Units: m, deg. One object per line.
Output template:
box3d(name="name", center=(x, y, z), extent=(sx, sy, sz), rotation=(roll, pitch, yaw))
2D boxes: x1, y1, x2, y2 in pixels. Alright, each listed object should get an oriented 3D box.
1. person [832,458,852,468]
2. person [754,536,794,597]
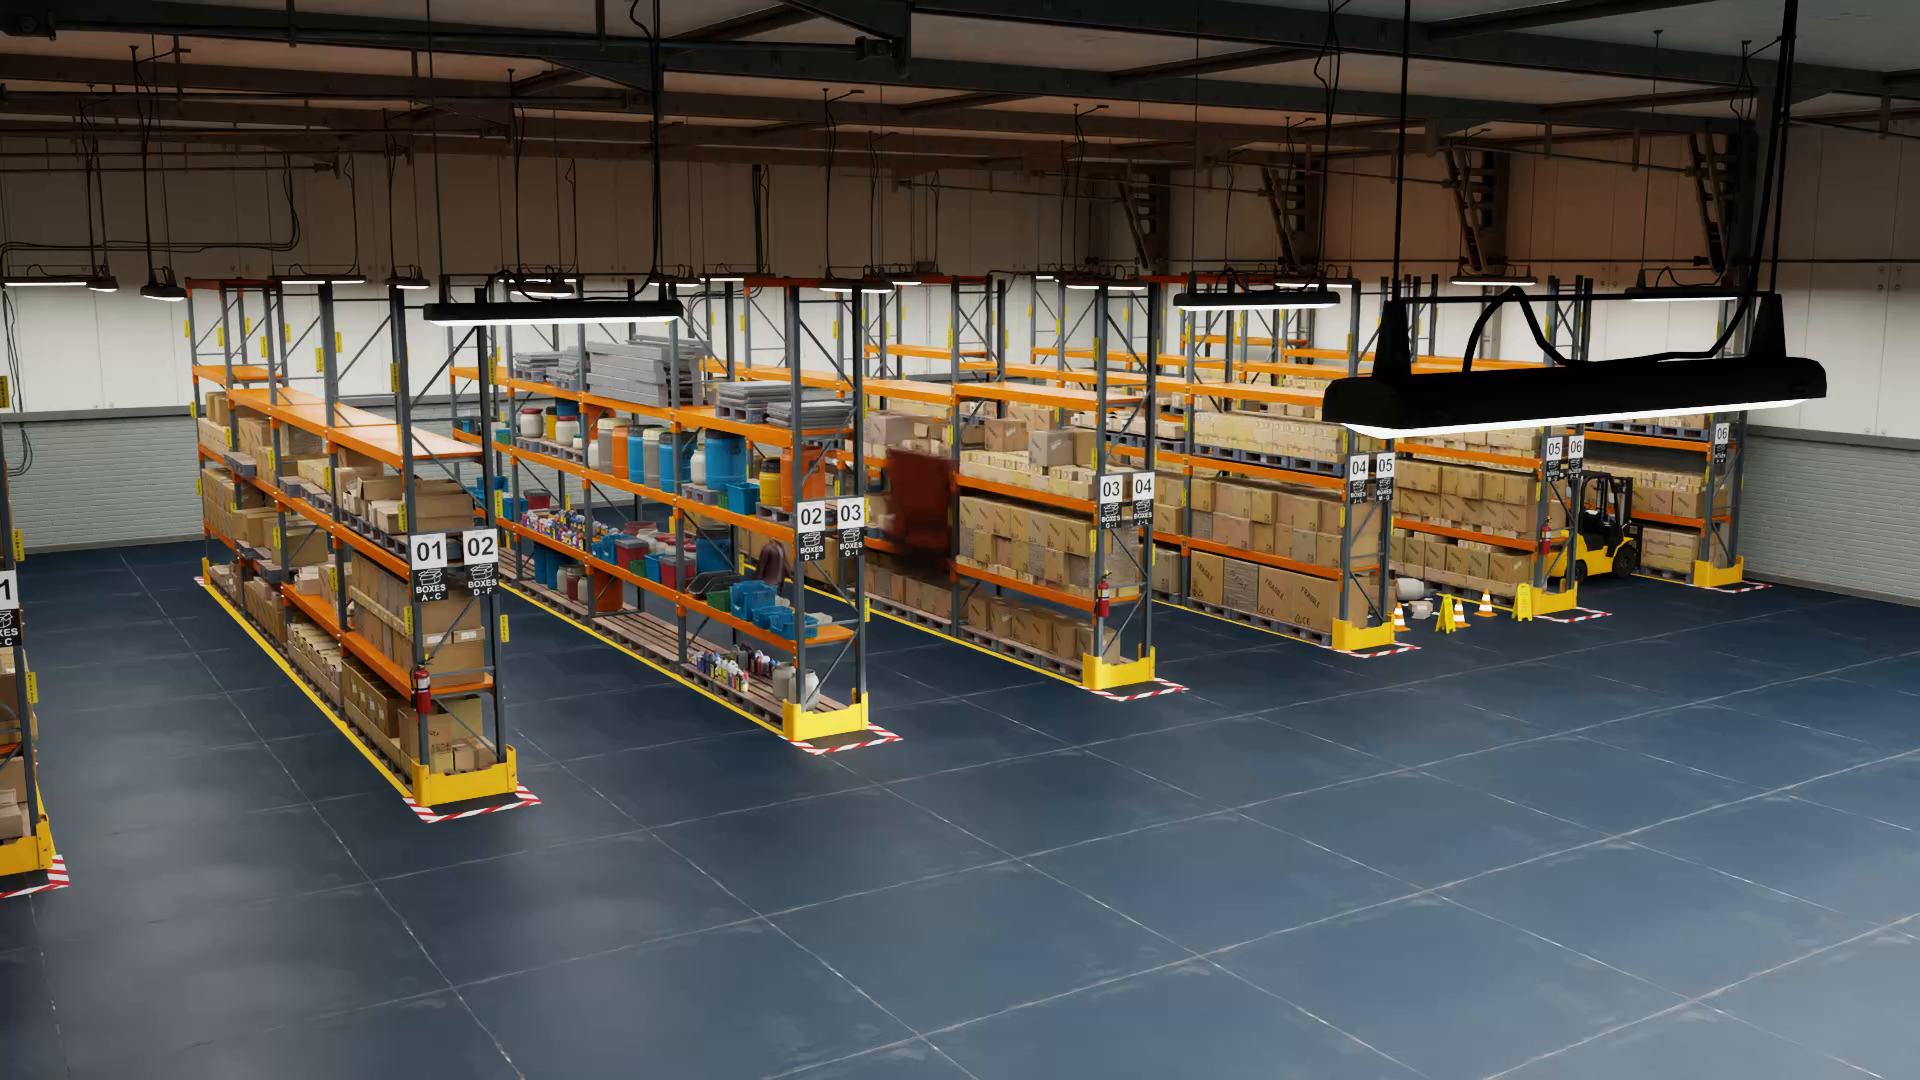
box3d(name="person", center=(-3.163, -2.057, 44.840), extent=(0.565, 1.759, 0.766), rotation=(9, 13, 42))
box3d(name="person", center=(-2.979, 0.723, 26.941), extent=(1.001, 1.666, 0.692), rotation=(7, 12, 36))
